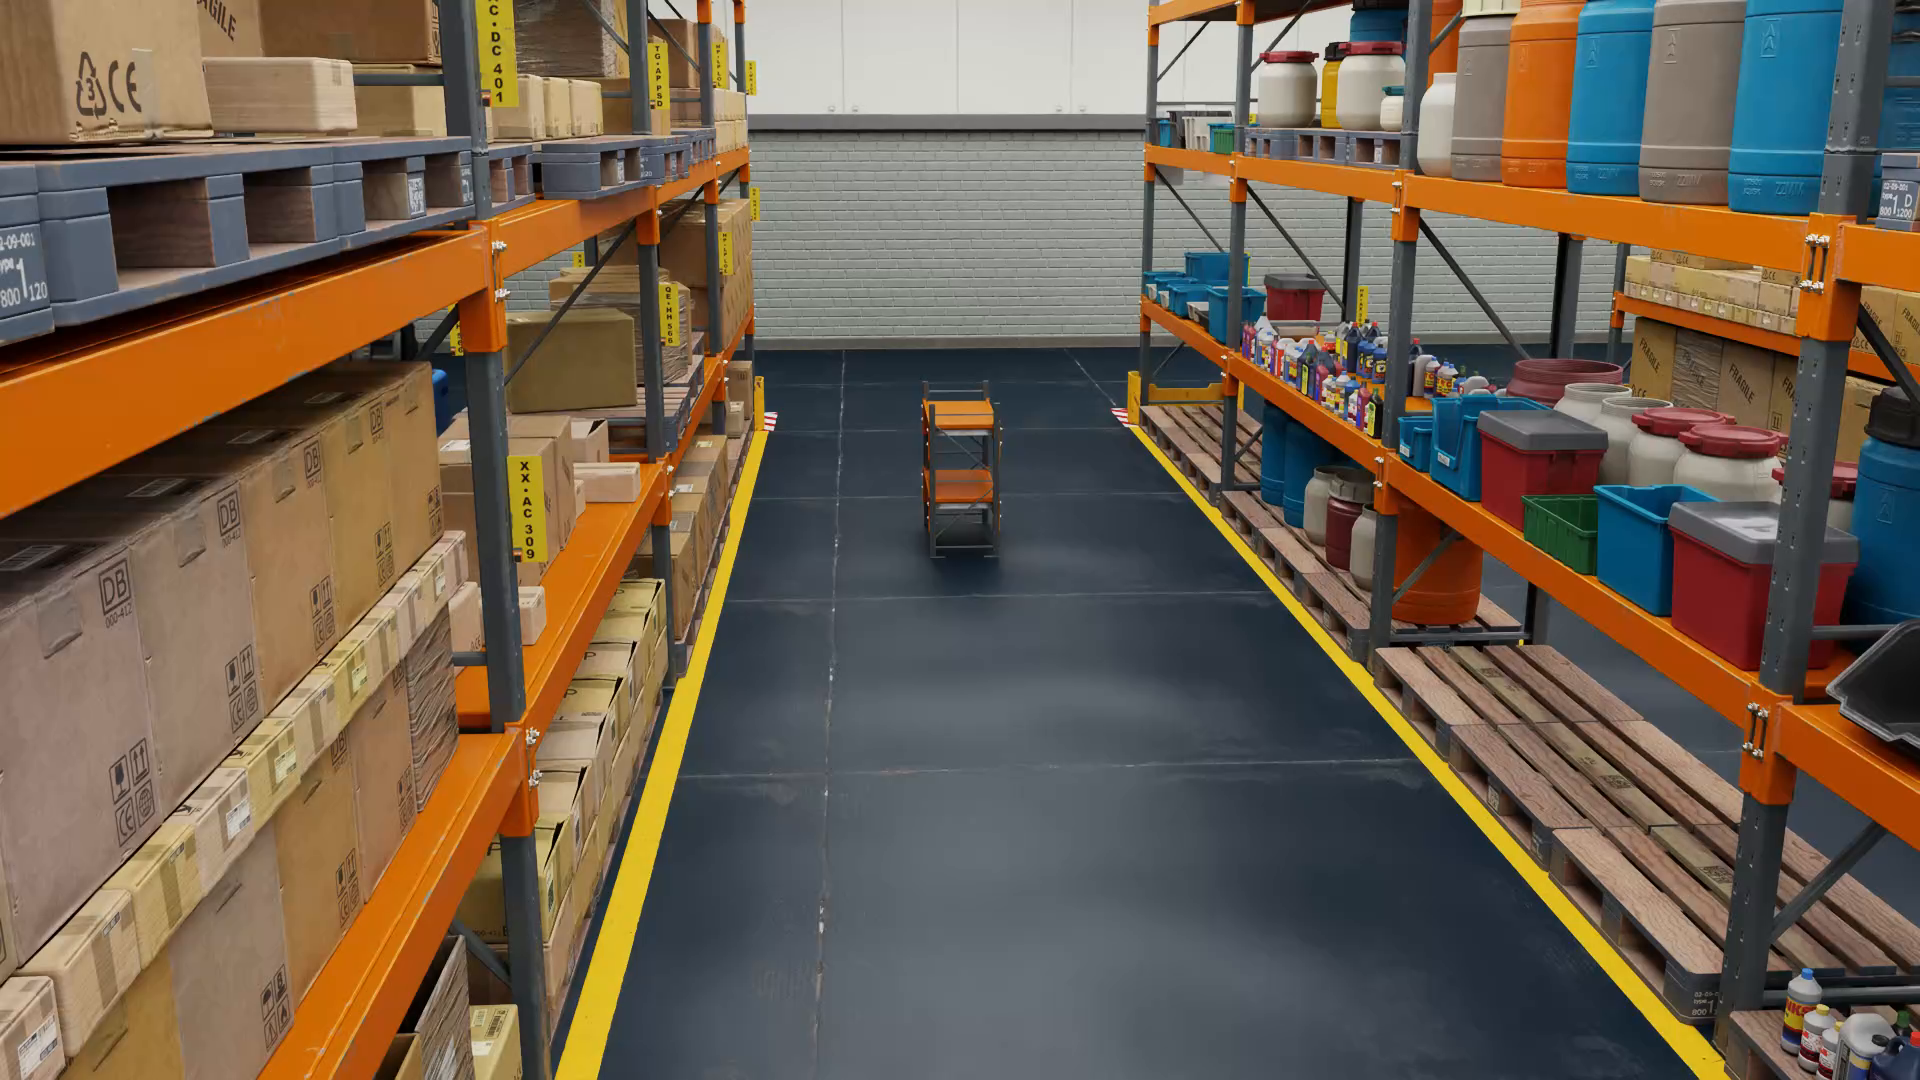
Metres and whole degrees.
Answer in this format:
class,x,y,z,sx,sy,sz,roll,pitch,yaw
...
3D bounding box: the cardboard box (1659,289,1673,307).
class,x,y,z,sx,sy,sz,roll,pitch,yaw
cardboard box,7.043,-2.354,16.160,0.380,0.149,0.250,-1,14,-4

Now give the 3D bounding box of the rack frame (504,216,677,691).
class,x,y,z,sx,sy,sz,roll,pitch,yaw
rack frame,-2.093,-0.620,8.915,1.000,3.000,0.127,-1,14,-3

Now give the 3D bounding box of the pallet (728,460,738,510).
class,x,y,z,sx,sy,sz,roll,pitch,yaw
pallet,-2.382,-0.435,13.793,1.003,0.211,1.213,-1,14,-3

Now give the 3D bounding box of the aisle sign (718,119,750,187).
class,x,y,z,sx,sy,sz,roll,pitch,yaw
aisle sign,-2.287,-3.890,16.408,0.394,0.787,0.004,-1,14,-3

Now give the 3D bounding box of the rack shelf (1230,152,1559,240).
class,x,y,z,sx,sy,sz,roll,pitch,yaw
rack shelf,2.727,-2.297,10.858,1.077,0.370,4.000,-1,14,-3

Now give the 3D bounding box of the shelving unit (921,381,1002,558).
class,x,y,z,sx,sy,sz,roll,pitch,yaw
shelving unit,0.000,-0.546,12.393,0.538,1.125,1.048,-1,14,-3

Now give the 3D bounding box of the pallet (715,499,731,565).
class,x,y,z,sx,sy,sz,roll,pitch,yaw
pallet,-2.253,-0.062,12.345,1.003,0.211,1.213,-1,14,-3

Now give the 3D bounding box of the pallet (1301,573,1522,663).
class,x,y,z,sx,sy,sz,roll,pitch,yaw
pallet,2.761,0.460,10.316,1.003,0.211,1.213,-1,14,-3

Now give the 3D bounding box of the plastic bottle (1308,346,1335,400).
class,x,y,z,sx,sy,sz,roll,pitch,yaw
plastic bottle,2.361,-1.090,10.841,0.144,0.351,0.185,-1,14,-3

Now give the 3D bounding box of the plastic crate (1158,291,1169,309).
class,x,y,z,sx,sy,sz,roll,pitch,yaw
plastic crate,2.022,-2.270,15.738,0.250,0.136,0.298,-1,14,-3

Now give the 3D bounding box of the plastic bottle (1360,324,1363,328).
class,x,y,z,sx,sy,sz,roll,pitch,yaw
plastic bottle,3.010,-1.484,12.507,0.061,0.283,0.133,-1,14,-3

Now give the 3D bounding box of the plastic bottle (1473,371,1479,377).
class,x,y,z,sx,sy,sz,roll,pitch,yaw
plastic bottle,3.156,-0.900,10.241,0.061,0.283,0.133,-1,14,-3

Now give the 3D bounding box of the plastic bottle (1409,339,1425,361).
class,x,y,z,sx,sy,sz,roll,pitch,yaw
plastic bottle,3.055,-1.169,11.148,0.144,0.351,0.185,-1,14,-3

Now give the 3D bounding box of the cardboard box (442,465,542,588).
class,x,y,z,sx,sy,sz,roll,pitch,yaw
cardboard box,-1.909,0.004,6.289,0.500,0.500,0.500,0,14,1

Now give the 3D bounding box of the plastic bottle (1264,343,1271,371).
class,x,y,z,sx,sy,sz,roll,pitch,yaw
plastic bottle,2.260,-1.328,12.068,0.097,0.201,0.097,0,14,0

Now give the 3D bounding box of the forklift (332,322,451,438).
class,x,y,z,sx,sy,sz,roll,pitch,yaw
forklift,-4.601,-1.415,12.144,1.130,2.935,3.031,-1,14,-5

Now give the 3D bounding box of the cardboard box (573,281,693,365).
class,x,y,z,sx,sy,sz,roll,pitch,yaw
cardboard box,-2.170,-1.428,11.013,0.700,0.500,0.500,-5,15,-18

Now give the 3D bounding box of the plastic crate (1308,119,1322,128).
class,x,y,z,sx,sy,sz,roll,pitch,yaw
plastic crate,2.800,-3.393,13.935,0.497,0.269,0.590,-1,14,-3

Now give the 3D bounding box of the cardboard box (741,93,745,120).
class,x,y,z,sx,sy,sz,roll,pitch,yaw
cardboard box,-2.302,-4.108,15.749,0.500,0.250,0.500,-1,14,-3

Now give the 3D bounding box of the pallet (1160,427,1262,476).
class,x,y,z,sx,sy,sz,roll,pitch,yaw
pallet,2.440,-0.826,15.313,1.003,0.211,1.213,-1,14,-3

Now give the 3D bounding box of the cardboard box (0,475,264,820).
class,x,y,z,sx,sy,sz,roll,pitch,yaw
cardboard box,-1.718,0.183,2.991,0.700,0.500,0.500,-1,14,-3

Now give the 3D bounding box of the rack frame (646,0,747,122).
class,x,y,z,sx,sy,sz,roll,pitch,yaw
rack frame,-2.588,-5.515,15.900,1.000,3.000,0.127,-1,14,-3

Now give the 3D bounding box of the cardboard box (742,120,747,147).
class,x,y,z,sx,sy,sz,roll,pitch,yaw
cardboard box,-2.294,-3.866,15.812,0.500,0.250,0.500,-1,14,-3

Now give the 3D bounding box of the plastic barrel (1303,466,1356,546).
class,x,y,z,sx,sy,sz,roll,pitch,yaw
plastic barrel,2.610,-0.235,11.570,0.421,0.512,0.421,0,14,0

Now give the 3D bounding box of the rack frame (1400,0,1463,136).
class,x,y,z,sx,sy,sz,roll,pitch,yaw
rack frame,2.851,-3.601,8.461,1.000,3.000,0.127,-1,14,-3

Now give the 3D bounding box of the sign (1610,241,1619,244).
class,x,y,z,sx,sy,sz,roll,pitch,yaw
sign,6.745,-3.212,17.094,0.100,0.325,0.005,-1,14,-3

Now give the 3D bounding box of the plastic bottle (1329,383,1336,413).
class,x,y,z,sx,sy,sz,roll,pitch,yaw
plastic bottle,2.367,-0.900,10.405,0.097,0.201,0.097,0,14,0

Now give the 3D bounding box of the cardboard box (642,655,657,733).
class,x,y,z,sx,sy,sz,roll,pitch,yaw
cardboard box,-1.781,0.764,8.214,0.500,0.250,0.500,-1,14,-4

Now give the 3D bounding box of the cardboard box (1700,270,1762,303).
class,x,y,z,sx,sy,sz,roll,pitch,yaw
cardboard box,7.163,-2.325,15.248,0.500,0.250,0.500,-1,14,-5

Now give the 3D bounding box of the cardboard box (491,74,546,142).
class,x,y,z,sx,sy,sz,roll,pitch,yaw
cardboard box,-1.902,-1.685,6.493,0.500,0.250,0.500,-2,15,-8

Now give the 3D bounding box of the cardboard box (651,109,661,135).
class,x,y,z,sx,sy,sz,roll,pitch,yaw
cardboard box,-2.185,-2.356,9.442,0.910,0.500,0.500,-1,14,-3

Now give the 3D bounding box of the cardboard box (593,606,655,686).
class,x,y,z,sx,sy,sz,roll,pitch,yaw
cardboard box,-1.776,0.493,8.142,0.500,0.311,0.500,-1,14,-4

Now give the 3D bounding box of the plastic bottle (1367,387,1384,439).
class,x,y,z,sx,sy,sz,roll,pitch,yaw
plastic bottle,2.400,-0.733,9.589,0.061,0.283,0.133,-1,14,-3

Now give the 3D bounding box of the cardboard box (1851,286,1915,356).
class,x,y,z,sx,sy,sz,roll,pitch,yaw
cardboard box,7.326,-1.697,12.900,0.500,0.500,0.500,-1,14,-3

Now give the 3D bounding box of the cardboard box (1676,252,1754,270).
class,x,y,z,sx,sy,sz,roll,pitch,yaw
cardboard box,7.128,-2.819,15.663,0.500,0.500,0.500,-1,14,-5

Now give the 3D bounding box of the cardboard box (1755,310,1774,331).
class,x,y,z,sx,sy,sz,roll,pitch,yaw
cardboard box,7.153,-1.907,14.424,0.380,0.149,0.250,-1,14,-2

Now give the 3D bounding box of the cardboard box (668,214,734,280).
class,x,y,z,sx,sy,sz,roll,pitch,yaw
cardboard box,-2.121,-2.397,13.616,0.500,0.500,0.500,-1,14,-5

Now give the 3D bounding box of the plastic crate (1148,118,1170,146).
class,x,y,z,sx,sy,sz,roll,pitch,yaw
plastic crate,2.101,-3.974,16.195,0.497,0.269,0.590,-1,14,-3

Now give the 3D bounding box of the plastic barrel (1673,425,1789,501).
class,x,y,z,sx,sy,sz,roll,pitch,yaw
plastic barrel,3.213,-0.190,6.973,0.433,0.535,0.433,0,14,0

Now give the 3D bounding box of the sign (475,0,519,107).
class,x,y,z,sx,sy,sz,roll,pitch,yaw
sign,-1.291,-1.375,4.636,0.100,0.325,0.005,-1,14,-3

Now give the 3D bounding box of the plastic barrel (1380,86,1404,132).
class,x,y,z,sx,sy,sz,roll,pitch,yaw
plastic barrel,2.639,-2.549,9.828,0.301,0.262,0.301,0,14,0

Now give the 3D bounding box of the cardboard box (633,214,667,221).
class,x,y,z,sx,sy,sz,roll,pitch,yaw
cardboard box,-2.665,-2.396,13.613,0.500,0.500,0.500,-1,14,-5

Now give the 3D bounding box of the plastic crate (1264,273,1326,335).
class,x,y,z,sx,sy,sz,roll,pitch,yaw
plastic crate,2.798,-1.976,13.938,0.402,0.464,0.583,-1,14,-3

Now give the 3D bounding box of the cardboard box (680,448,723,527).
class,x,y,z,sx,sy,sz,roll,pitch,yaw
cardboard box,-2.002,-0.376,12.100,0.500,0.500,0.500,-1,14,-3

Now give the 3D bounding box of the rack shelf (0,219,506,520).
class,x,y,z,sx,sy,sz,roll,pitch,yaw
rack shelf,-1.721,-0.232,2.832,1.077,0.370,4.000,-1,14,-3

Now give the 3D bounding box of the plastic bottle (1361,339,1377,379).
class,x,y,z,sx,sy,sz,roll,pitch,yaw
plastic bottle,2.889,-1.278,11.734,0.097,0.271,0.097,0,14,0

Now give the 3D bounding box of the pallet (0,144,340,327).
class,x,y,z,sx,sy,sz,roll,pitch,yaw
pallet,-1.694,-0.520,2.687,1.003,0.211,1.213,-1,14,-3

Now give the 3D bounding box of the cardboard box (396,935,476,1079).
class,x,y,z,sx,sy,sz,roll,pitch,yaw
cardboard box,-1.579,1.377,4.327,0.500,0.500,0.500,-1,14,-3

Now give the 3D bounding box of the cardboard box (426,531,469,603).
class,x,y,z,sx,sy,sz,roll,pitch,yaw
cardboard box,-1.614,0.077,4.706,0.380,0.149,0.250,-1,14,-3

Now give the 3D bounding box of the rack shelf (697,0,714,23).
class,x,y,z,sx,sy,sz,roll,pitch,yaw
rack shelf,-2.217,-3.480,10.240,1.077,0.370,4.000,-1,14,-3

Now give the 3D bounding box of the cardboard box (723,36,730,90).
class,x,y,z,sx,sy,sz,roll,pitch,yaw
cardboard box,-2.540,-4.467,15.642,0.700,0.500,0.500,-1,14,-3

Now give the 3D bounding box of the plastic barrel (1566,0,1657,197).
class,x,y,z,sx,sy,sz,roll,pitch,yaw
plastic barrel,2.770,-1.844,6.649,0.600,0.901,0.708,-1,14,-3

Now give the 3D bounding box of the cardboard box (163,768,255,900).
class,x,y,z,sx,sy,sz,roll,pitch,yaw
cardboard box,-1.501,0.524,2.967,0.380,0.149,0.250,-1,14,-3

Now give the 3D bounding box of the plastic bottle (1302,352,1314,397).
class,x,y,z,sx,sy,sz,roll,pitch,yaw
plastic bottle,2.310,-1.096,11.001,0.061,0.283,0.133,-1,14,-3

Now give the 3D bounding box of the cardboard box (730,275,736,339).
class,x,y,z,sx,sy,sz,roll,pitch,yaw
cardboard box,-2.135,-1.921,13.773,0.500,0.500,0.500,-1,14,-2

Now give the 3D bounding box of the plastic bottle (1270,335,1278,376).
class,x,y,z,sx,sy,sz,roll,pitch,yaw
plastic bottle,2.255,-1.315,11.851,0.061,0.283,0.133,-1,14,-3
